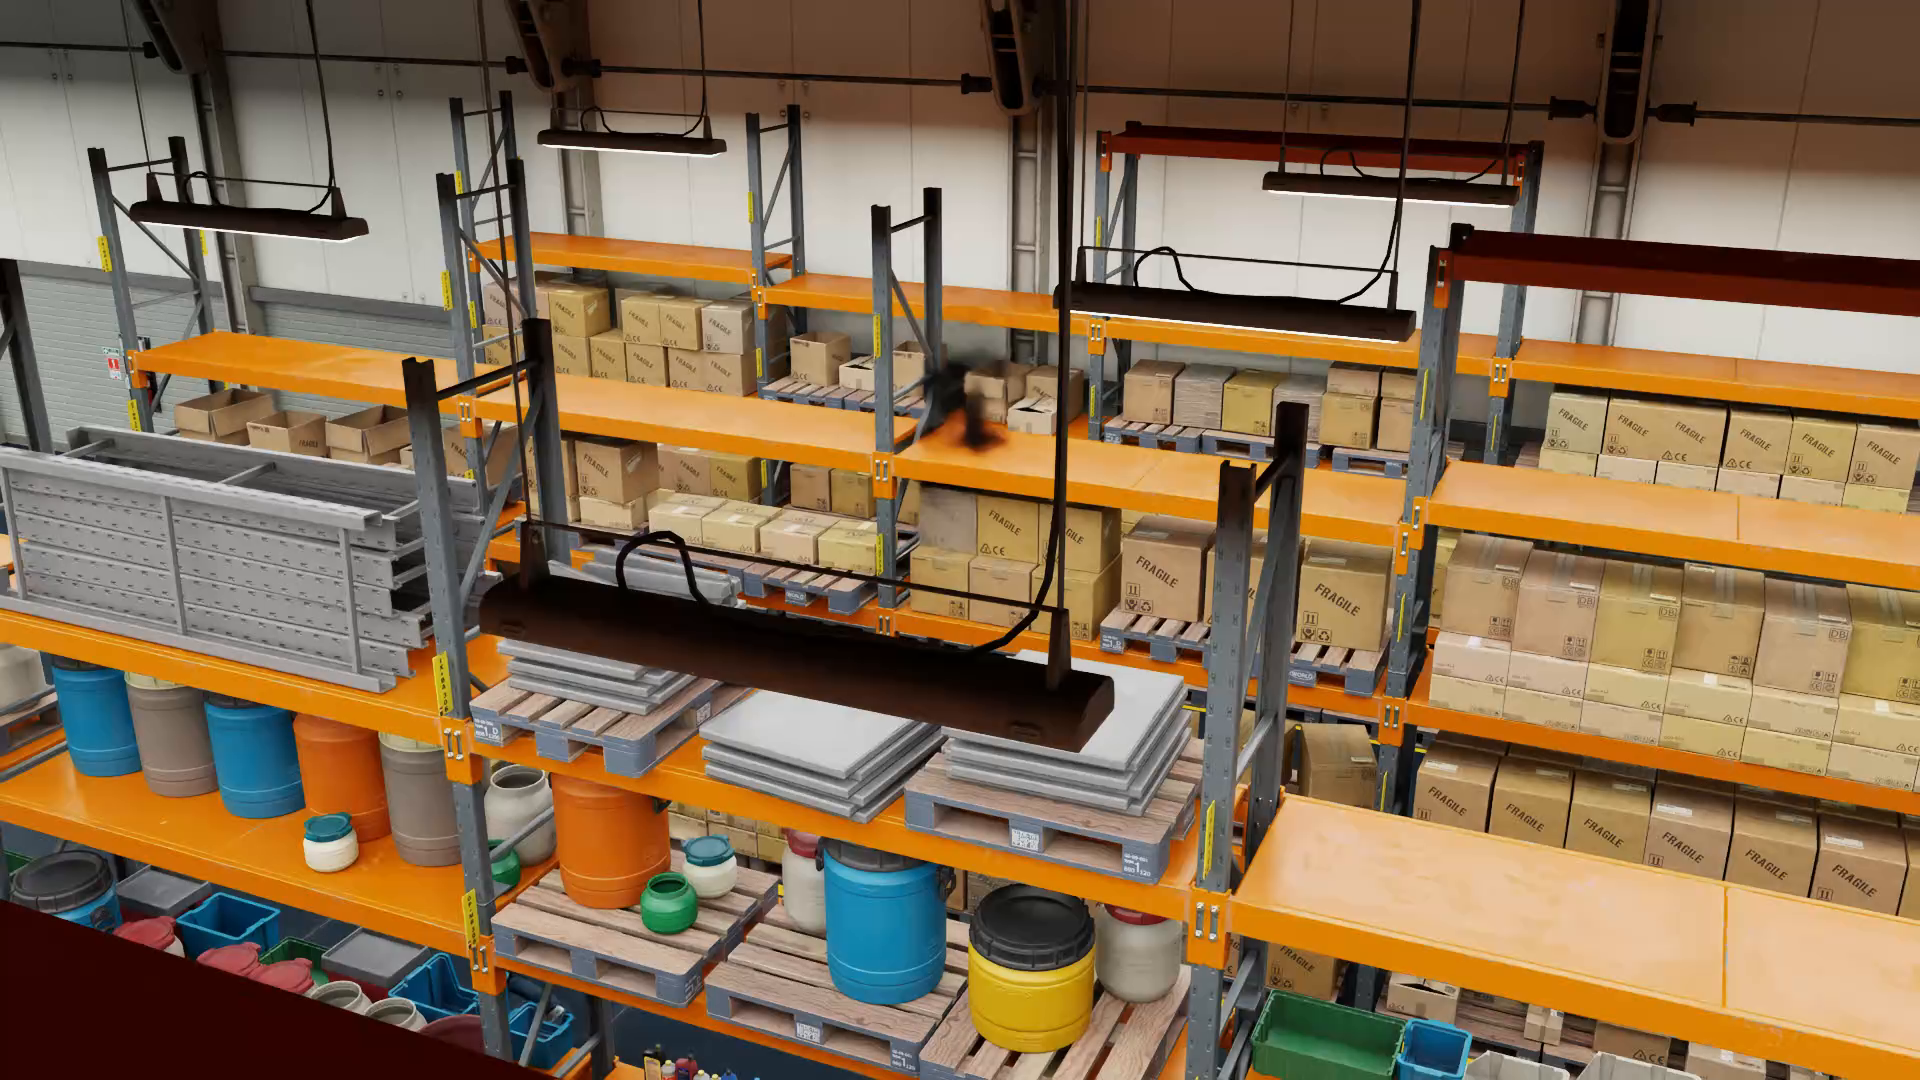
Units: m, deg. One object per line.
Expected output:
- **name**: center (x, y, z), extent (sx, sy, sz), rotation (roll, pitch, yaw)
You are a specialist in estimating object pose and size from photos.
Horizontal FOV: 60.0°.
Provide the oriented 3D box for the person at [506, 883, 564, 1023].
- **person**: center (-3.367, 2.975, 12.481), extent (0.864, 1.575, 0.545), rotation (6, 21, 16)
